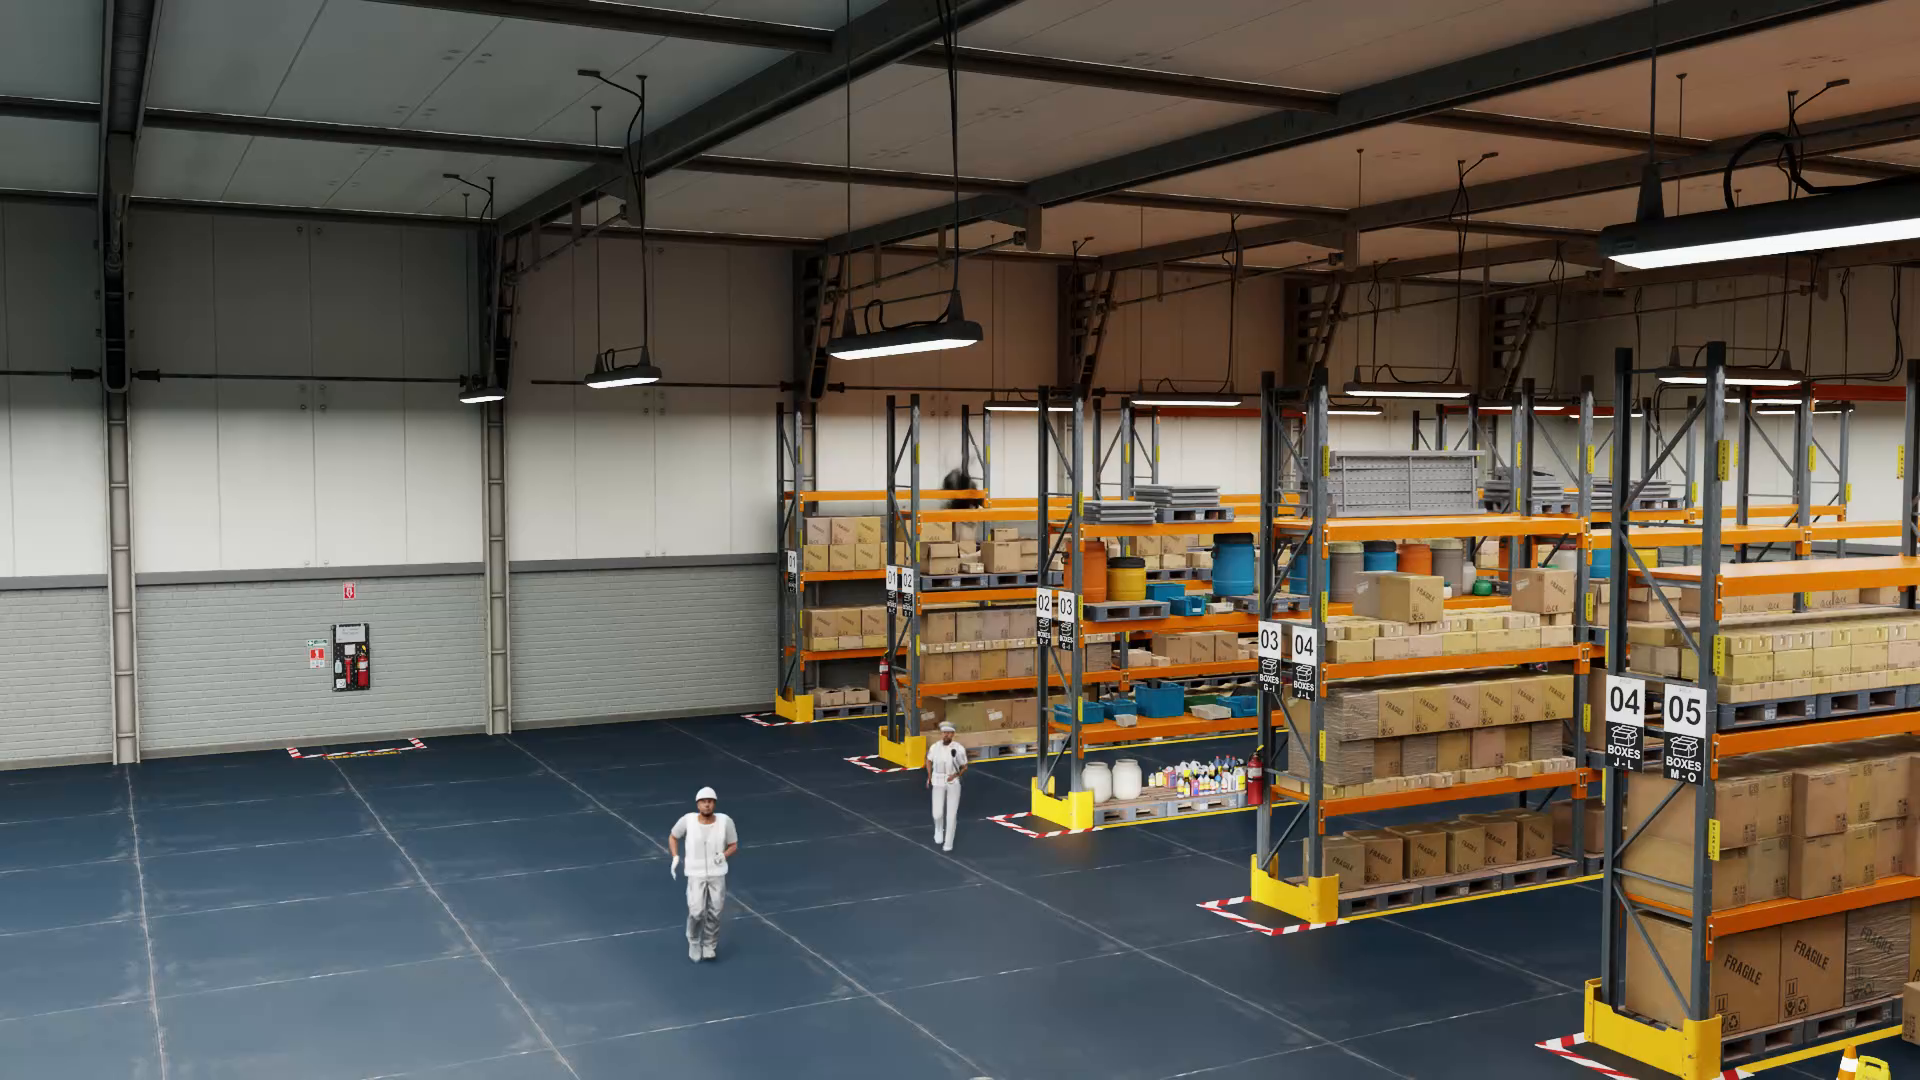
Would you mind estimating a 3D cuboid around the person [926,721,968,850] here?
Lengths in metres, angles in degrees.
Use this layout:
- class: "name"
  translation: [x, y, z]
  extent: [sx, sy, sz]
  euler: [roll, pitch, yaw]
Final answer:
- class: "person"
  translation: [-0.181, 3.134, 21.185]
  extent: [0.565, 1.663, 0.568]
  euler: [0, 3, 6]

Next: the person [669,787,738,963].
- class: "person"
  translation: [-2.529, 3.335, 16.523]
  extent: [0.665, 1.745, 0.665]
  euler: [-1, 3, -15]
